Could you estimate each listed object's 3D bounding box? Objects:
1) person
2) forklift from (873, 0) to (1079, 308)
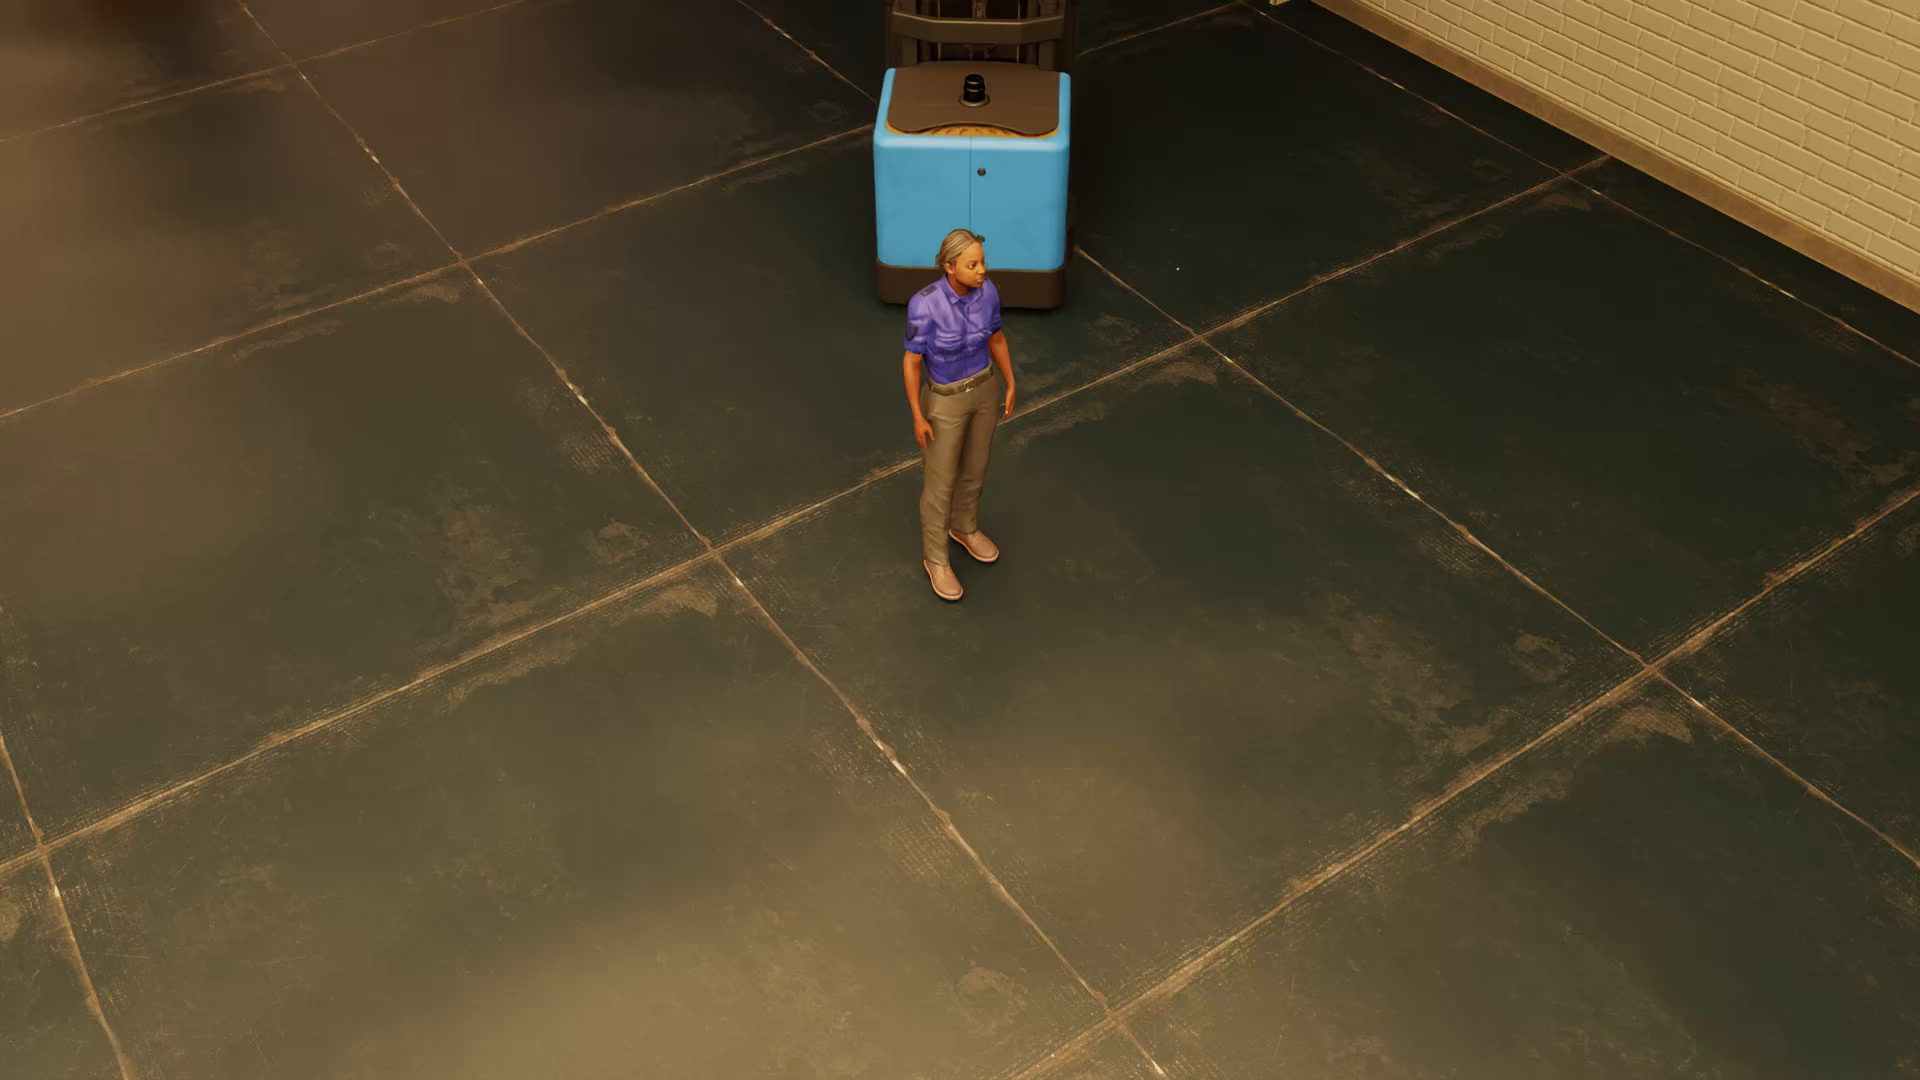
[{"bbox_3d":[0.034,-0.557,7.251,0.569,1.655,0.504,-25,48,-25],"label":"person"},{"bbox_3d":[0.135,-3.339,9.339,1.130,2.935,3.031,2,43,2],"label":"forklift"}]
